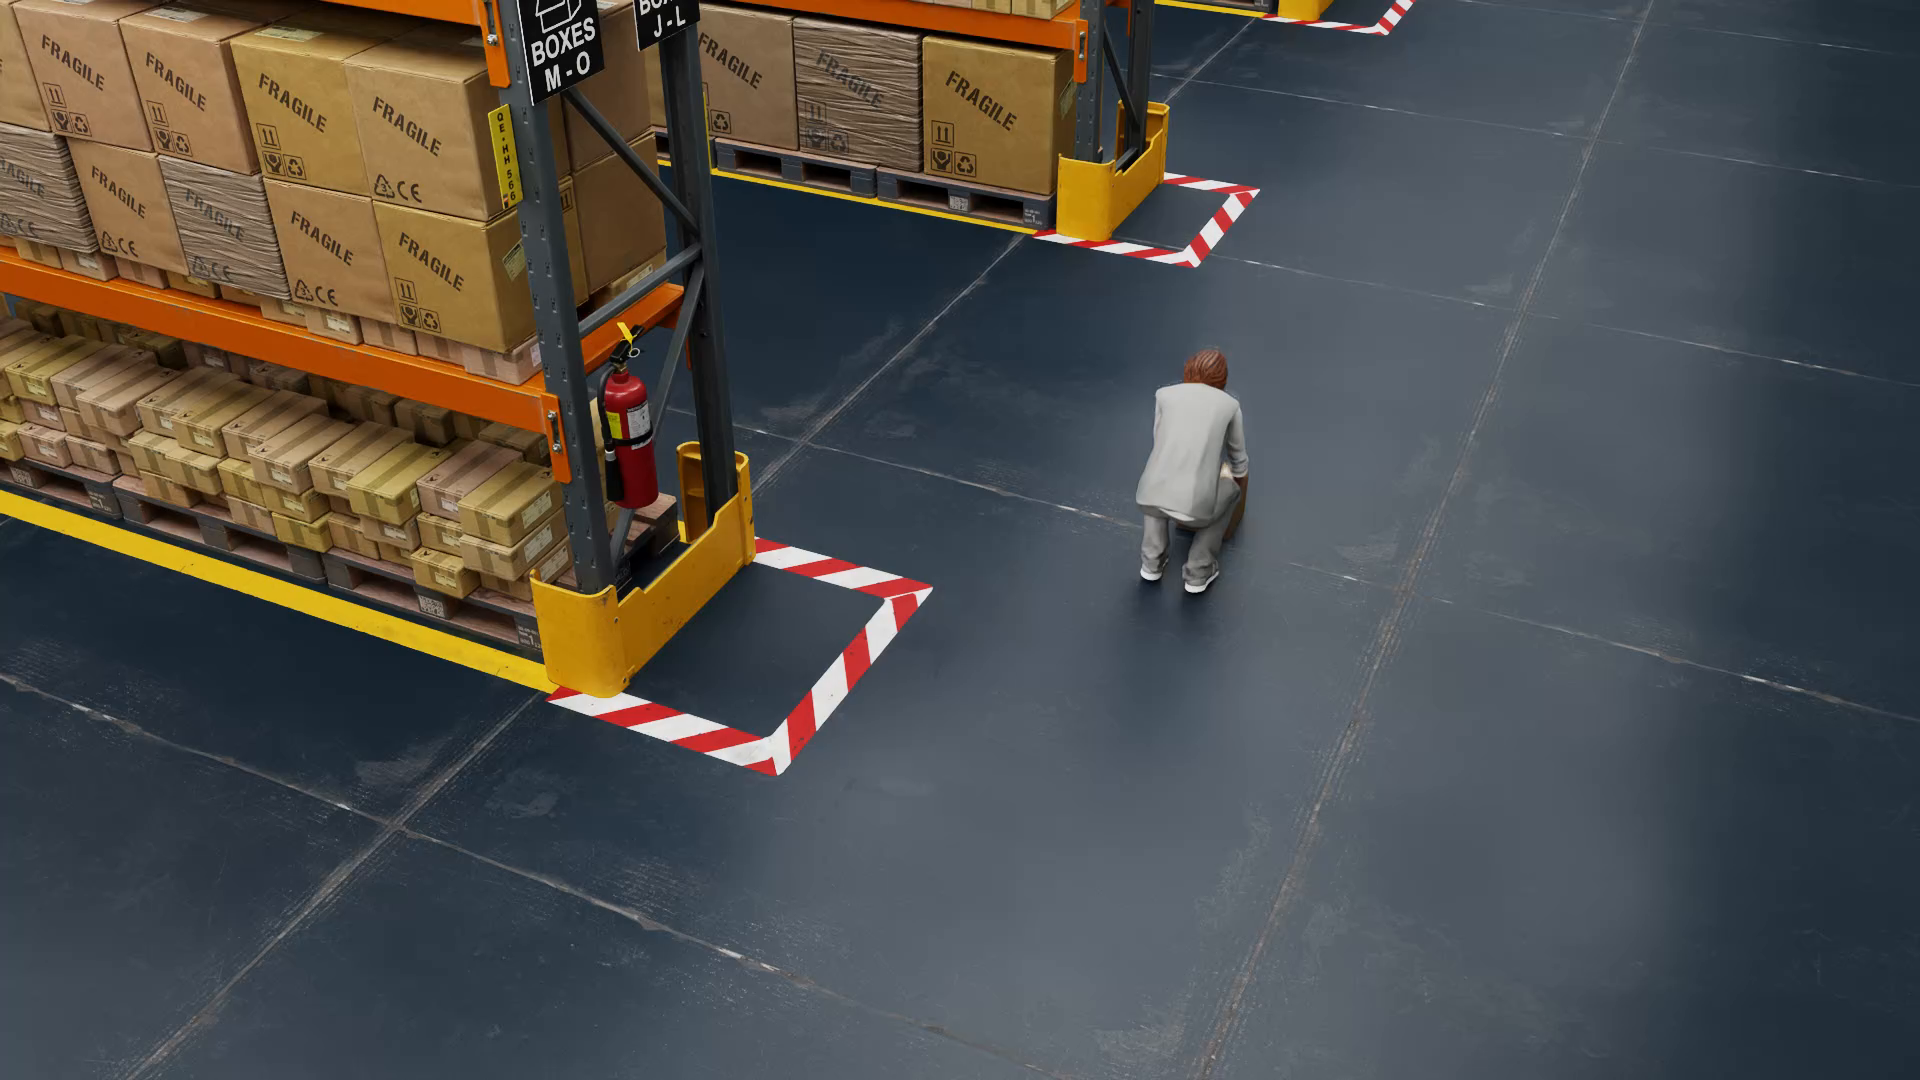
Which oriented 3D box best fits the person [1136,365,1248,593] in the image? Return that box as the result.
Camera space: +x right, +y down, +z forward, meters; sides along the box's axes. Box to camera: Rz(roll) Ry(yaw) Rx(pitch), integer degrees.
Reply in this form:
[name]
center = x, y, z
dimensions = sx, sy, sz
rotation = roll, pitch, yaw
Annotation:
[person]
center = 1.001, -0.247, 7.215
dimensions = 0.440, 0.814, 0.804
rotation = 15, 37, 20
